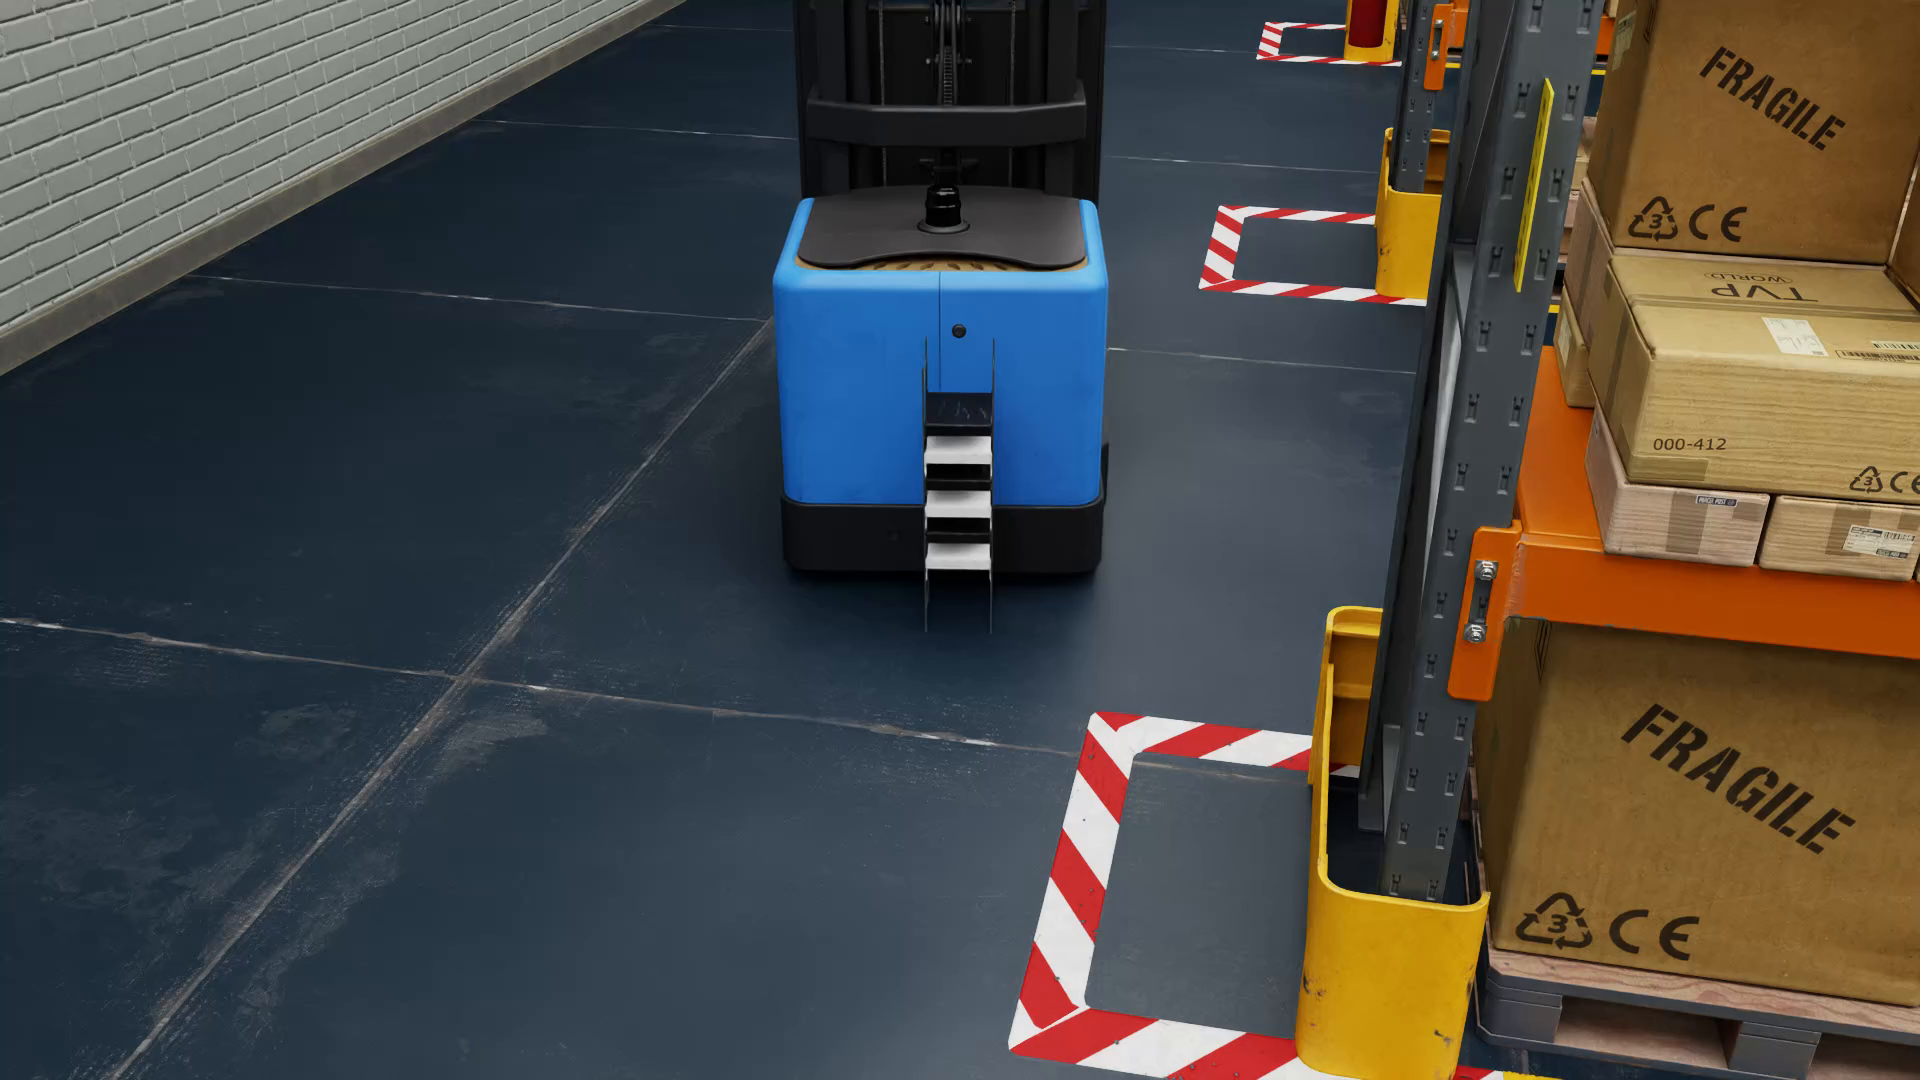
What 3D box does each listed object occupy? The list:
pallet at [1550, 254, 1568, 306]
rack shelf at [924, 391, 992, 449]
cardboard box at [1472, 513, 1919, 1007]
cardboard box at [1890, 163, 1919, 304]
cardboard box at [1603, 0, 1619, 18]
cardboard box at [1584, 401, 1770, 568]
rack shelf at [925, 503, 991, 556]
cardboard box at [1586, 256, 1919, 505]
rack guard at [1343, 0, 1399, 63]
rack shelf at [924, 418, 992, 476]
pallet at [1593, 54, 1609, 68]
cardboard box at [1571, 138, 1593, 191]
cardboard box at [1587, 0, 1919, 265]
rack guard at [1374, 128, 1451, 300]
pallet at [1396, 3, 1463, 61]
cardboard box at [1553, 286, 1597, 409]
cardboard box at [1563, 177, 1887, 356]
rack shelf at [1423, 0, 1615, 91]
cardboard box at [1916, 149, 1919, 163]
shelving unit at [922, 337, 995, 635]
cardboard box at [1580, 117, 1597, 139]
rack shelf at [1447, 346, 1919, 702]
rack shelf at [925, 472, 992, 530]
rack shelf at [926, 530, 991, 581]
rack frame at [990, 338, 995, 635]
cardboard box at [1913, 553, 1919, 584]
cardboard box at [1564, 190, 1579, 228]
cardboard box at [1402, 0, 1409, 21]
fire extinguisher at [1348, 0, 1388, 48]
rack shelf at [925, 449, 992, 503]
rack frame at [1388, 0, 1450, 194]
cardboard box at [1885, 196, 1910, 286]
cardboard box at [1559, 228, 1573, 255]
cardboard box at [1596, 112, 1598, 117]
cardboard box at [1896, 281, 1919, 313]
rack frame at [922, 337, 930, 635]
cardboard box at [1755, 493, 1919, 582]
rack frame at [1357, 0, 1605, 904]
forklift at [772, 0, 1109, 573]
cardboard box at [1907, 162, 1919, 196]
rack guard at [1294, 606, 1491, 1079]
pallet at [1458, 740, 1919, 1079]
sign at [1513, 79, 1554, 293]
[{"bbox_3d":[3.041,-1.405,8.096,1.213,0.211,1.003,6,29,11],"label":"pallet"},{"bbox_3d":[-0.003,-0.362,4.981,0.200,0.077,0.258,1,29,1],"label":"rack shelf"},{"bbox_3d":[1.687,0.360,3.744,0.875,0.875,0.875,6,29,11],"label":"cardboard box"},{"bbox_3d":[1.947,-0.583,2.757,0.500,0.500,0.500,5,29,9],"label":"cardboard box"},{"bbox_3d":[2.937,-2.379,7.233,0.250,0.149,0.380,5,29,9],"label":"cardboard box"},{"bbox_3d":[1.323,-0.114,3.096,0.250,0.149,0.380,6,29,11],"label":"cardboard box"},{"bbox_3d":[-0.003,-0.047,5.155,0.200,0.077,0.258,1,29,1],"label":"rack shelf"},{"bbox_3d":[1.458,-0.304,3.029,0.500,0.250,0.500,5,29,9],"label":"cardboard box"},{"bbox_3d":[3.091,-3.974,12.489,0.348,0.500,1.175,6,29,11],"label":"rack guard"},{"bbox_3d":[-0.003,-0.283,5.024,0.200,0.077,0.258,1,29,1],"label":"rack shelf"},{"bbox_3d":[5.102,-3.679,12.249,1.213,0.211,1.003,6,29,11],"label":"pallet"},{"bbox_3d":[2.916,-1.745,7.726,0.250,0.149,0.380,6,29,11],"label":"cardboard box"},{"bbox_3d":[1.576,-0.883,3.304,0.500,0.500,0.500,6,29,11],"label":"cardboard box"},{"bbox_3d":[2.254,-1.630,8.206,0.348,0.500,1.175,6,29,11],"label":"rack guard"},{"bbox_3d":[3.913,-3.802,12.475,1.213,0.211,1.003,6,29,11],"label":"pallet"},{"bbox_3d":[1.462,-0.423,3.661,0.250,0.149,0.380,6,29,12],"label":"cardboard box"},{"bbox_3d":[1.574,-0.555,3.487,0.500,0.250,0.500,5,29,10],"label":"cardboard box"},{"bbox_3d":[4.135,-2.218,7.426,4.000,0.370,1.077,6,29,11],"label":"rack shelf"},{"bbox_3d":[4.508,-1.785,7.798,0.250,0.149,0.380,5,29,8],"label":"cardboard box"},{"bbox_3d":[-0.003,-0.155,5.095,0.210,0.900,0.258,1,29,1],"label":"shelving unit"},{"bbox_3d":[2.984,-1.942,8.086,0.250,0.149,0.380,6,29,12],"label":"cardboard box"},{"bbox_3d":[3.001,0.102,3.190,4.000,0.370,1.077,6,29,11],"label":"rack shelf"},{"bbox_3d":[-0.003,-0.126,5.111,0.200,0.077,0.258,1,29,1],"label":"rack shelf"},{"bbox_3d":[-0.003,0.032,5.198,0.200,0.077,0.258,1,29,1],"label":"rack shelf"},{"bbox_3d":[0.099,-0.154,5.093,0.006,0.900,0.240,1,29,1],"label":"rack frame"},{"bbox_3d":[1.825,-0.063,3.003,0.250,0.149,0.380,5,29,9],"label":"cardboard box"},{"bbox_3d":[2.894,-1.571,7.717,0.250,0.149,0.380,6,29,10],"label":"cardboard box"},{"bbox_3d":[3.781,-4.110,12.364,0.875,0.438,0.875,5,29,9],"label":"cardboard box"},{"bbox_3d":[2.029,-2.778,8.170,0.183,0.674,0.296,6,29,11],"label":"fire extinguisher"},{"bbox_3d":[-0.003,-0.205,5.068,0.200,0.077,0.258,1,29,1],"label":"rack shelf"},{"bbox_3d":[2.179,-2.734,7.620,0.127,3.000,1.000,6,29,11],"label":"rack frame"},{"bbox_3d":[2.070,-0.504,3.393,0.500,0.250,0.500,5,29,10],"label":"cardboard box"},{"bbox_3d":[2.898,-1.477,7.855,0.250,0.149,0.380,6,29,10],"label":"cardboard box"},{"bbox_3d":[3.264,-1.976,8.147,0.250,0.149,0.380,5,29,9],"label":"cardboard box"},{"bbox_3d":[1.968,-0.255,2.939,0.500,0.250,0.500,6,29,10],"label":"cardboard box"},{"bbox_3d":[-0.104,-0.156,5.097,0.006,0.900,0.240,1,29,1],"label":"rack frame"},{"bbox_3d":[1.574,-0.089,3.050,0.250,0.149,0.380,5,29,10],"label":"cardboard box"},{"bbox_3d":[1.045,-0.415,3.384,0.127,3.000,1.000,6,29,11],"label":"rack frame"},{"bbox_3d":[-0.030,-1.845,6.067,1.130,2.935,3.031,1,29,1],"label":"forklift"},{"bbox_3d":[4.178,-1.613,7.485,0.250,0.149,0.380,6,29,11],"label":"cardboard box"},{"bbox_3d":[1.021,0.680,3.988,0.348,0.500,1.175,6,29,11],"label":"rack guard"},{"bbox_3d":[1.843,0.852,3.974,1.213,0.211,1.003,6,29,11],"label":"pallet"},{"bbox_3d":[0.923,-0.569,2.682,0.005,0.325,0.100,6,29,11],"label":"sign"}]
